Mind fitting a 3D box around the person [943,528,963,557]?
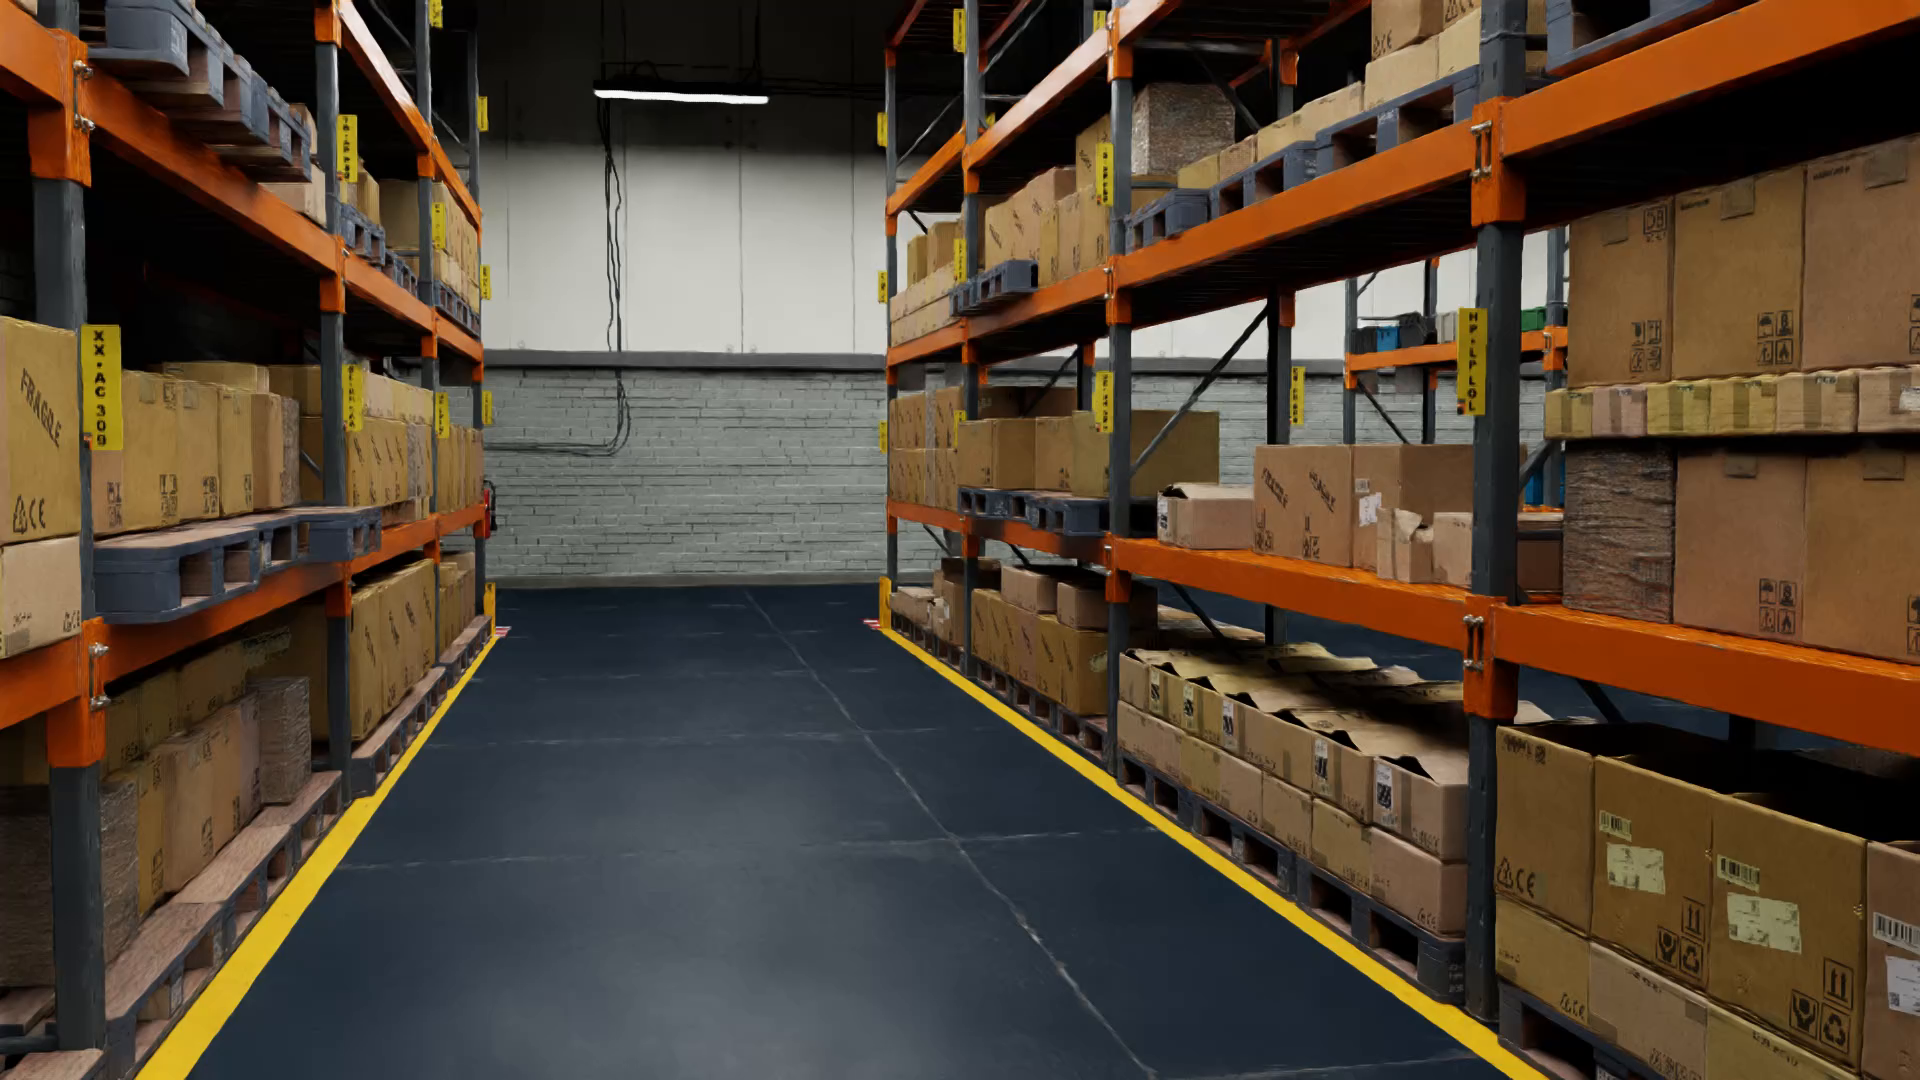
[{"bbox_3d":[0.021,-0.092,18.301,0.407,1.770,0.587,-1,3,-22],"label":"person"}]
